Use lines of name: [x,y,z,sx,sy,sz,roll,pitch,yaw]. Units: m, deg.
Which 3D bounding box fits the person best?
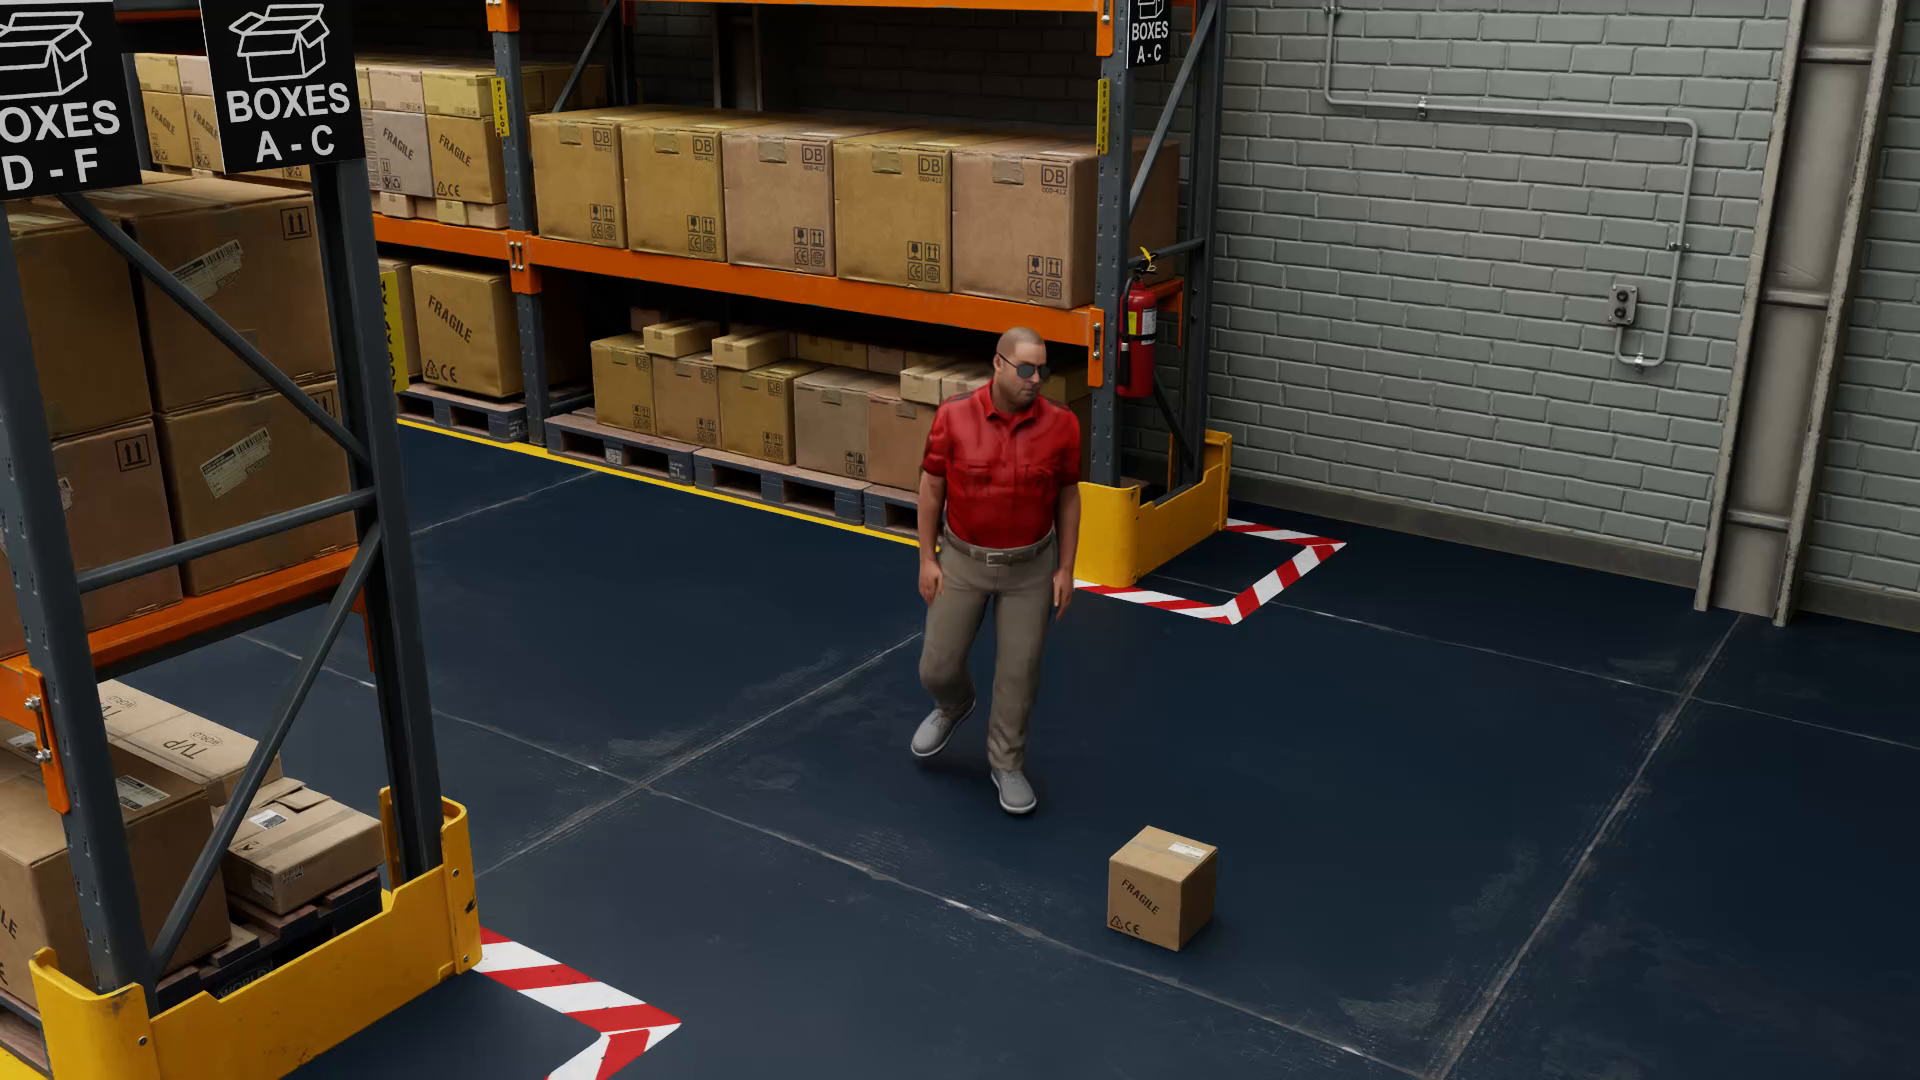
person: [0.118,0.073,5.864,0.595,1.724,0.588,-1,20,-2]
